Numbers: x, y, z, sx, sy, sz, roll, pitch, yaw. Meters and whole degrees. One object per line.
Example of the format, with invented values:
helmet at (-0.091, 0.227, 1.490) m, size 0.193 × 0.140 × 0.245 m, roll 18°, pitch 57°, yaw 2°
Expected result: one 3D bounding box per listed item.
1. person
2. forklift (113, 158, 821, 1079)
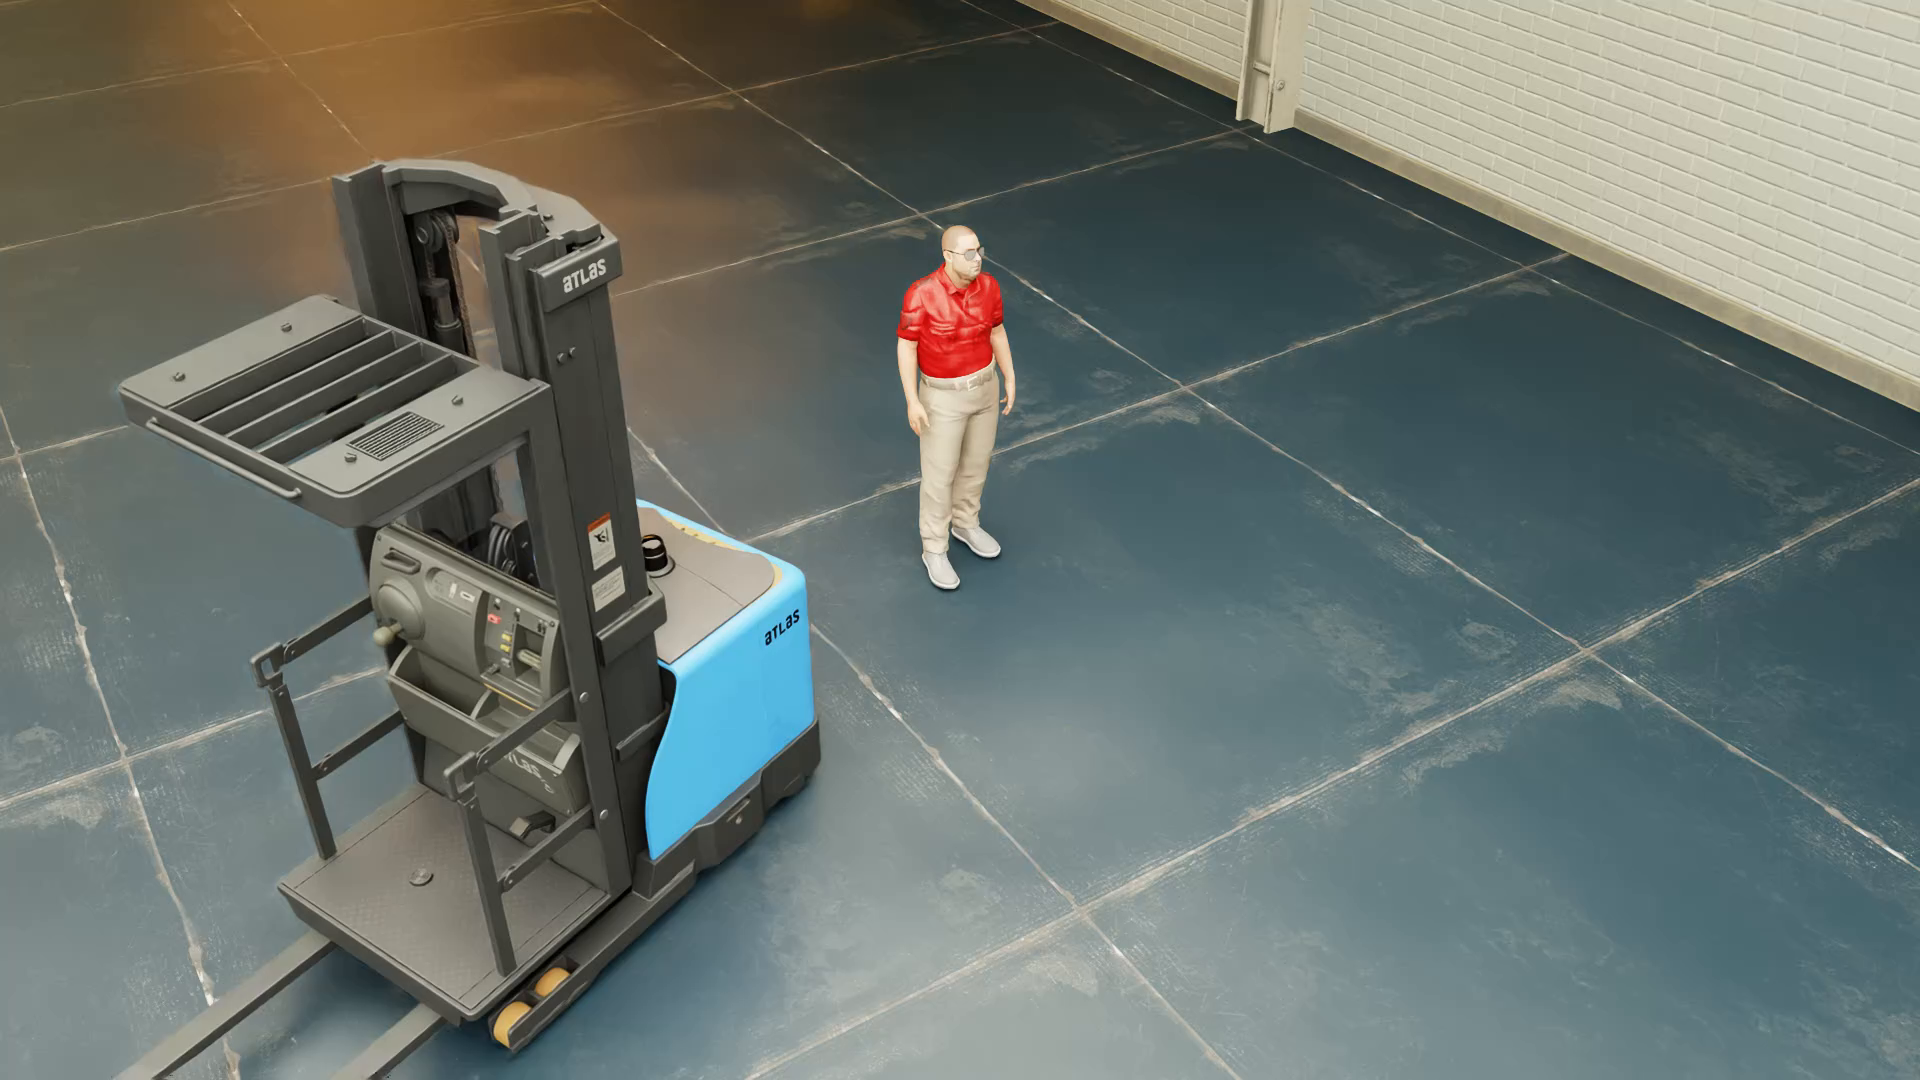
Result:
person at (0.038, -0.666, 8.129) m, size 0.640 × 1.727 × 0.551 m, roll -21°, pitch 40°, yaw -27°
forklift at (-1.858, 0.336, 5.670) m, size 1.130 × 2.935 × 3.031 m, roll 22°, pitch 41°, yaw 28°
